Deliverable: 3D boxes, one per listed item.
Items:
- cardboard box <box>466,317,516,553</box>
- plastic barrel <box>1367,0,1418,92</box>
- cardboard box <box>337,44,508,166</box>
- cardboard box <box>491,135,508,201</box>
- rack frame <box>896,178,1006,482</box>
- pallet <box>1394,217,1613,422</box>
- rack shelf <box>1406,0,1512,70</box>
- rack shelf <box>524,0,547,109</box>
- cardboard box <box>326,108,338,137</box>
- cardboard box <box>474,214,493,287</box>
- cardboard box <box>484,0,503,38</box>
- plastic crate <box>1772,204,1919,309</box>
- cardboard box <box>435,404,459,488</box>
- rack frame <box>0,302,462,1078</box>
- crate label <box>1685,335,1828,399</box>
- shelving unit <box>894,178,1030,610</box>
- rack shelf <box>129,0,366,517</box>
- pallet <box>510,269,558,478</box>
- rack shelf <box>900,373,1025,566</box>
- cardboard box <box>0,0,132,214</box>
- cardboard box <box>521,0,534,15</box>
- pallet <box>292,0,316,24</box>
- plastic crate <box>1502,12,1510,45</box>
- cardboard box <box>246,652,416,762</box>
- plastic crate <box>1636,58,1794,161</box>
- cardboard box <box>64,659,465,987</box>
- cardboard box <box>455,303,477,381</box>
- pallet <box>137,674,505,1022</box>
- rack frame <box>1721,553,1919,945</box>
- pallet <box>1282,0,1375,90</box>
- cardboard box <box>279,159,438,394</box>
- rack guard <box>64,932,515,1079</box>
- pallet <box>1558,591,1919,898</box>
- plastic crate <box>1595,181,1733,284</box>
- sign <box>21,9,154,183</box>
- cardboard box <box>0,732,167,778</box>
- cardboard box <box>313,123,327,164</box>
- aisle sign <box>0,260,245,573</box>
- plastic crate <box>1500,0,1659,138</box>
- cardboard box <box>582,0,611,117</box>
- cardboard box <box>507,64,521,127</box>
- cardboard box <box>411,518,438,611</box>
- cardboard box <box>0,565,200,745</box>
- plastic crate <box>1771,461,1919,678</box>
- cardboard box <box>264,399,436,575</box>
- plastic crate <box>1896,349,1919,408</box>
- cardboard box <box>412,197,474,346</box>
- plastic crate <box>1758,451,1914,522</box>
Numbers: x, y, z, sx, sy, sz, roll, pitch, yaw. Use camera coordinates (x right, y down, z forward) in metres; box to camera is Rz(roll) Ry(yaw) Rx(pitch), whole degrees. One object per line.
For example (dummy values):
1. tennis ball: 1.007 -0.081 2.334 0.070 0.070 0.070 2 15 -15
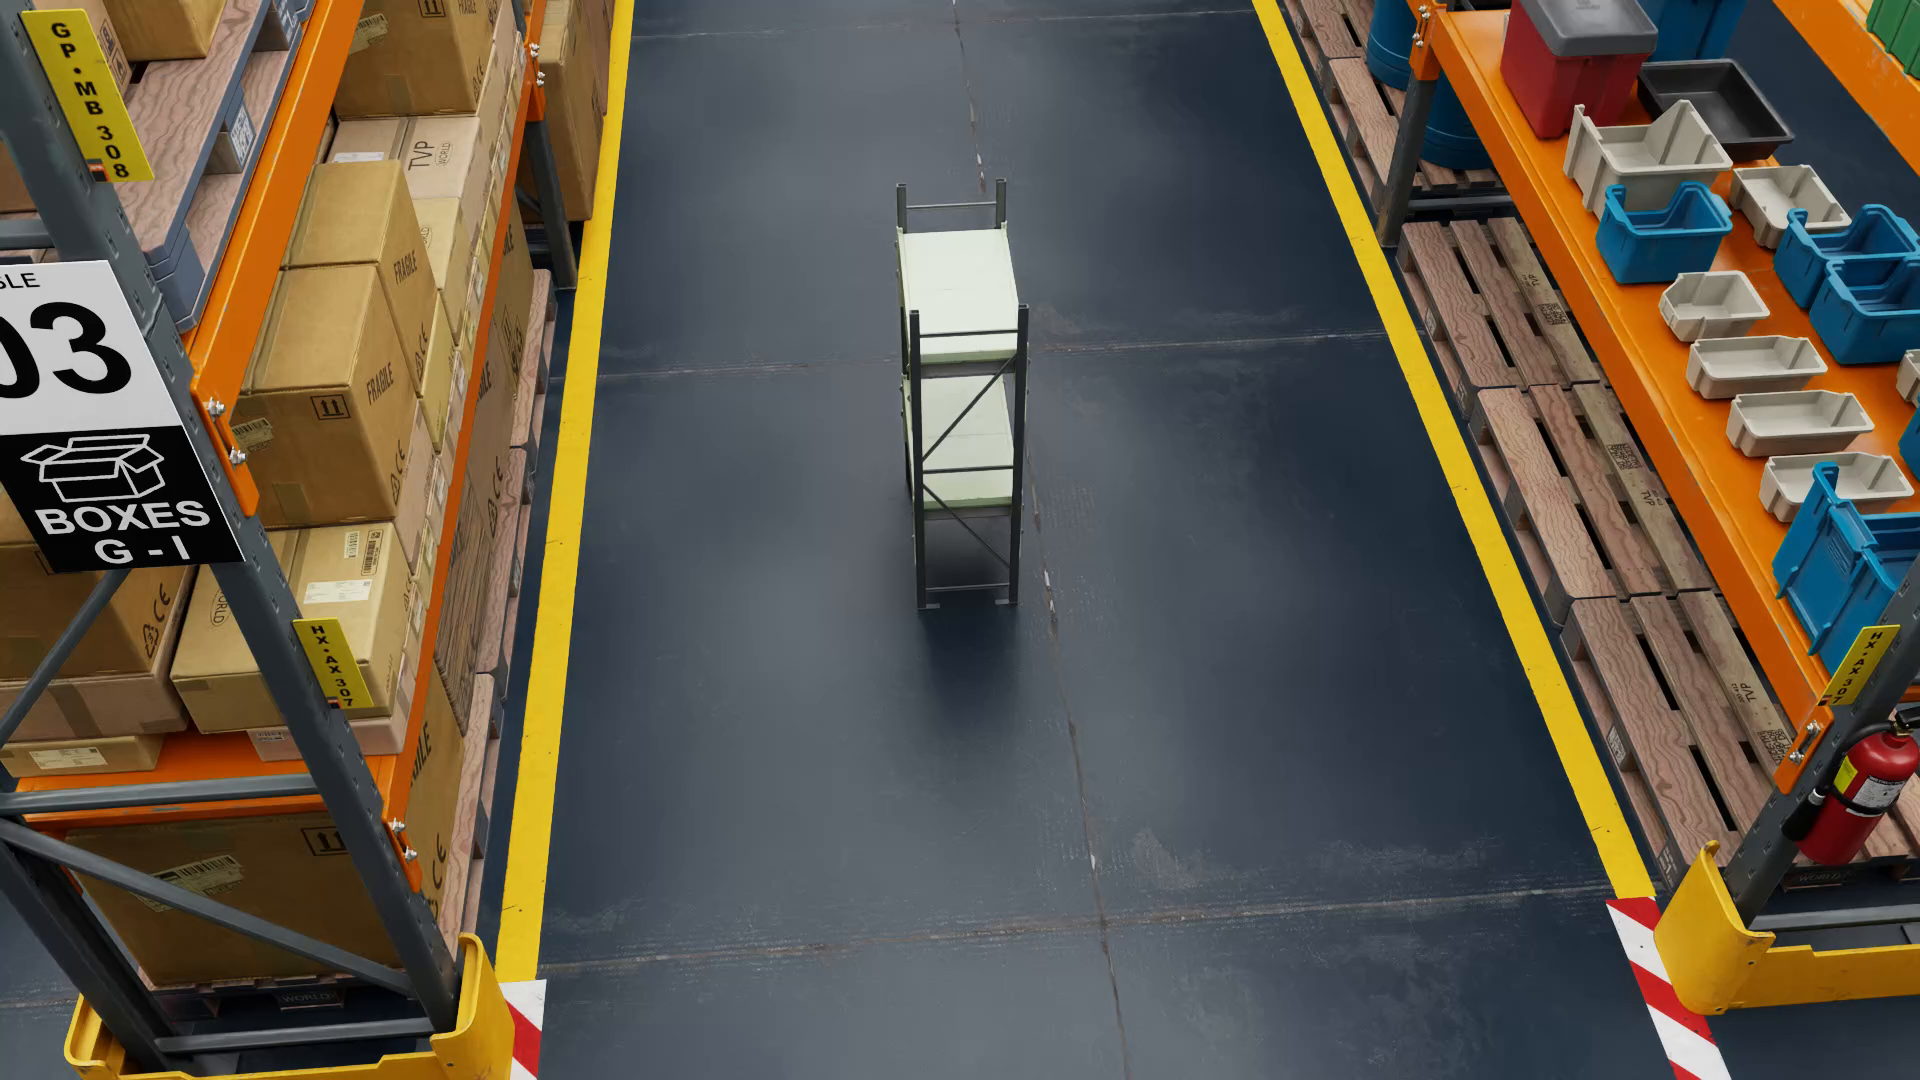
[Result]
1. cardboard box: -2.302 -0.528 6.495 0.875 0.875 0.875 -3 47 -3
2. plastic barrel: 2.494 -2.879 8.703 0.600 0.901 0.708 -3 47 -3
3. cardboard box: -2.009 -1.621 6.254 0.500 0.250 0.500 -2 47 -2
4. cardboard box: -1.937 -1.403 6.322 0.380 0.149 0.250 -3 47 -3
5. rack frame: -0.031 -0.785 6.597 0.400 1.500 0.023 -3 47 -3
6. pallet: 2.683 -1.060 7.745 1.003 0.211 1.213 -3 47 -3
7. rack shelf: 2.415 -3.748 8.866 1.077 0.370 4.000 -3 47 -3
8. rack shelf: -2.521 -3.447 8.581 1.077 0.370 4.000 -3 47 -3
9. cardboard box: -2.538 -1.582 6.218 0.500 0.250 0.500 -4 47 -3
10. cardboard box: -1.893 -1.031 5.970 0.380 0.149 0.250 -4 47 -4
11. cardboard box: -2.048 -2.240 6.324 0.500 0.500 0.500 -2 47 -2
12. plastic crate: 3.089 -0.986 5.829 0.416 0.233 0.300 -3 47 -3
13. cardboard box: -1.807 -0.288 5.266 0.380 0.149 0.250 -4 47 -4
14. rack frame: -2.018 0.646 4.208 1.000 3.000 0.127 -3 47 -3
15. crate label: 2.611 -0.574 5.505 0.396 0.136 0.243 -3 47 -3
16. shelving unit: -0.001 -0.521 6.347 0.431 1.500 0.755 -3 47 -3
17. rack shelf: -2.186 -1.585 4.751 1.077 0.370 4.000 -3 47 -3
18. pallet: -2.368 -0.734 7.436 1.003 0.211 1.213 -3 47 -3
19. rack shelf: -0.001 -0.296 6.583 0.431 0.370 0.720 -3 47 -3
20. cardboard box: -2.115 -0.971 3.247 0.700 0.500 0.500 -6 47 -6
21. cardboard box: -2.143 -2.630 7.243 0.500 0.500 0.500 -3 47 -3
22. pallet: -2.196 -1.775 4.497 1.003 0.211 1.213 -3 47 -3
23. plastic crate: 2.479 -2.133 6.981 0.396 0.136 0.243 -3 47 -3
24. cardboard box: -1.719 0.456 4.562 0.380 0.149 0.250 -3 47 -3
25. plastic crate: 2.944 -1.681 6.561 0.437 0.125 0.590 -3 47 -3
26. cardboard box: -2.152 0.774 5.261 0.875 0.875 0.875 -3 47 -3
27. cardboard box: -1.849 -0.657 5.616 0.380 0.149 0.250 -5 47 -4
28. pallet: -2.163 1.031 5.764 1.003 0.211 1.213 -3 47 -3
29. rack frame: 2.917 0.345 4.494 1.000 3.000 0.127 -3 47 -3
30. pallet: 2.454 -3.035 9.616 1.003 0.211 1.213 -3 47 -3
31. cardboard box: -1.881 -0.762 4.924 0.500 0.500 0.500 -5 47 -4
32. rack guard: -2.016 1.523 5.100 1.175 0.500 0.348 -3 47 -3
33. pallet: 2.887 0.705 6.073 1.003 0.211 1.213 -3 47 -3
34. plastic crate: 2.490 -1.088 5.925 0.416 0.233 0.300 -3 47 -3
35. sign: -1.465 -0.742 2.801 0.100 0.325 0.005 -3 47 -3
36. cardboard box: -2.376 0.495 4.525 0.380 0.149 0.250 -3 47 -3
37. cardboard box: -2.486 -1.461 5.586 0.500 0.500 0.500 -5 47 -5
38. aisle sign: -1.713 -0.214 3.233 0.394 0.787 0.004 -3 47 -3
39. plastic crate: 2.407 -1.930 6.563 0.402 0.464 0.583 -3 47 -3
40. cardboard box: -2.502 -2.770 8.618 1.225 0.875 0.875 -5 47 -5
41. cardboard box: -1.979 -1.774 6.674 0.380 0.149 0.250 -3 47 -3
42. cardboard box: -1.764 0.085 4.913 0.380 0.149 0.250 -4 47 -4
43. cardboard box: -2.323 0.261 4.472 0.500 0.250 0.500 -4 47 -4
44. plastic crate: 2.703 0.082 4.678 0.616 0.435 0.499 -3 47 -3
45. cardboard box: -1.840 -0.144 4.855 0.500 0.250 0.500 -4 47 -4
46. plastic crate: 3.223 -0.511 5.445 0.250 0.136 0.298 -3 47 -3
47. cardboard box: -1.927 -0.885 5.557 0.500 0.250 0.500 -4 47 -4
48. plastic crate: 2.668 -0.164 5.116 0.396 0.136 0.243 -3 47 -3
